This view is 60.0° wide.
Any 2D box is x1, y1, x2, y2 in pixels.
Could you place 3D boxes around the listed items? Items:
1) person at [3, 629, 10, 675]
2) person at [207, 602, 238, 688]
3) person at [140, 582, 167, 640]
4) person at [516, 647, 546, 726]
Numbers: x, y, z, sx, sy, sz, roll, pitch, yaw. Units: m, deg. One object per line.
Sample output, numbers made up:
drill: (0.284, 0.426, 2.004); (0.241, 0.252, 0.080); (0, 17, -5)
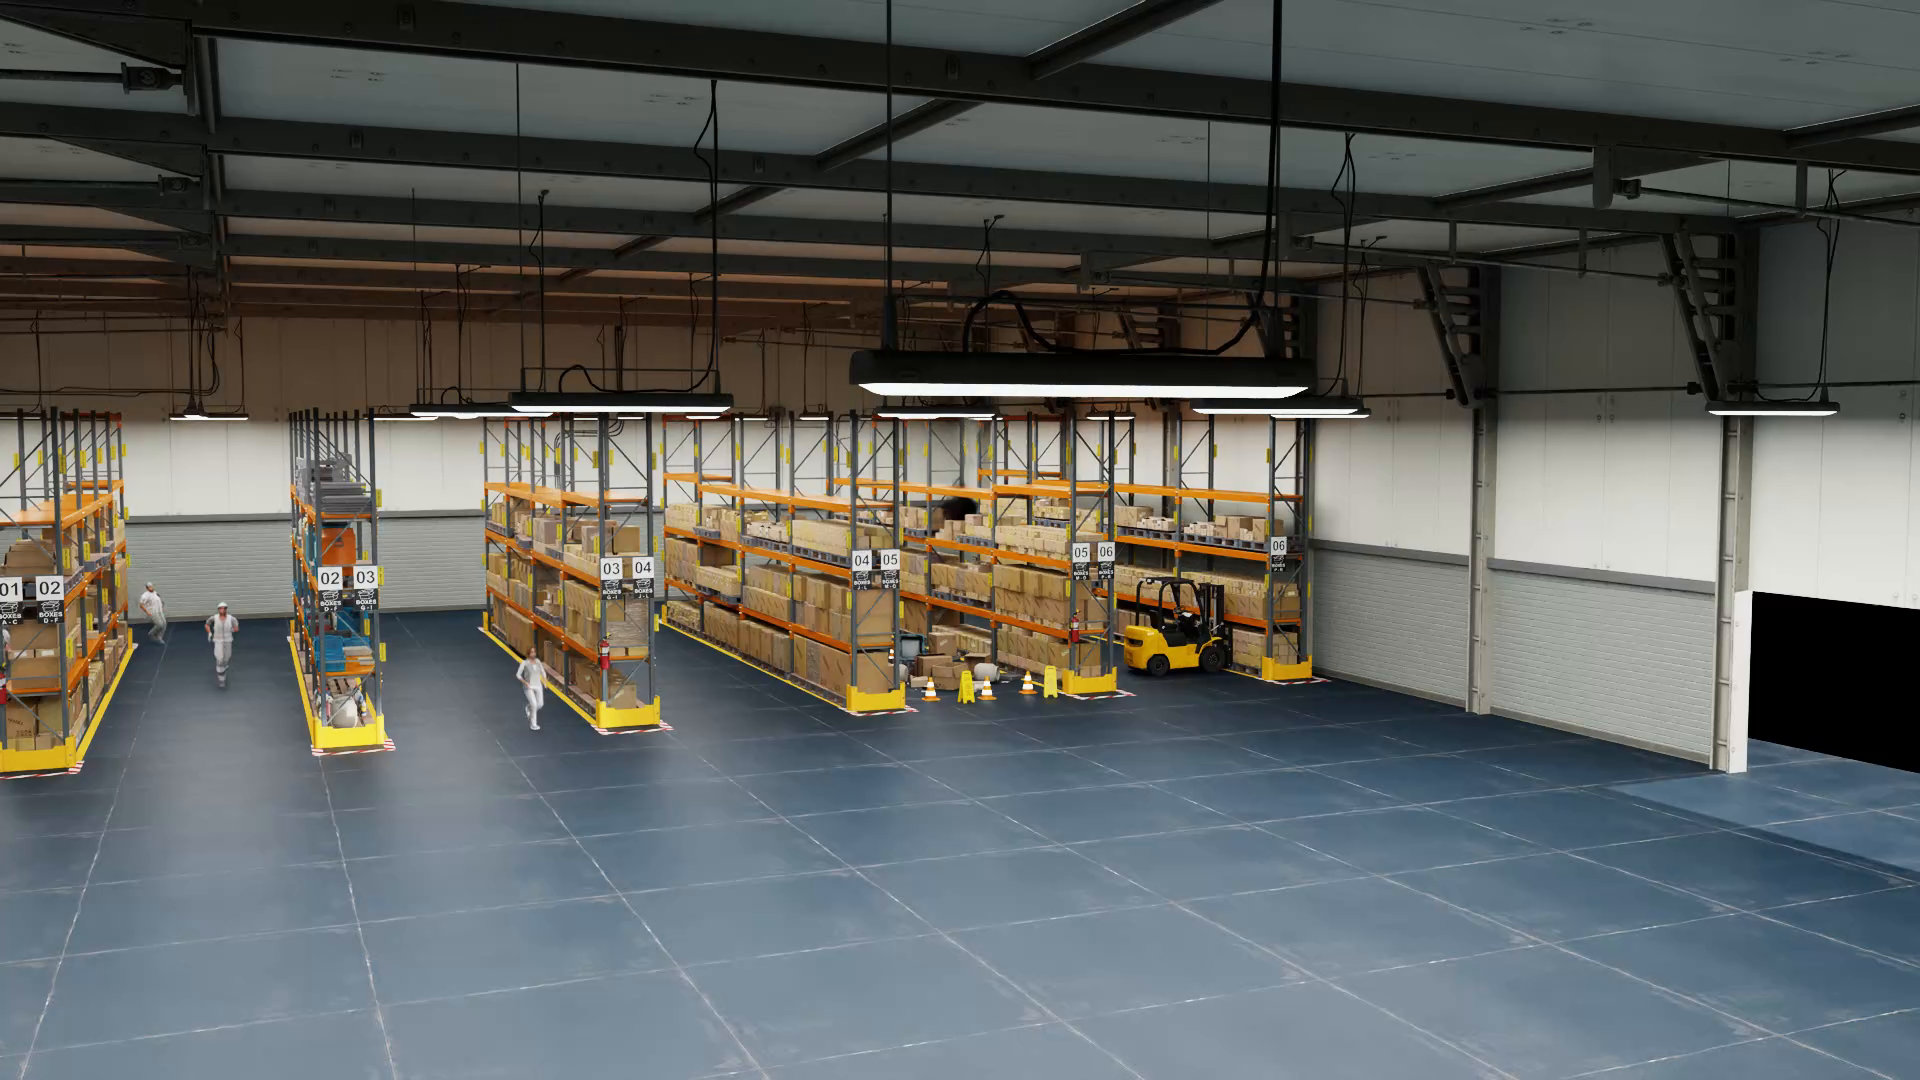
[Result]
person: (-19.898, 2.449, 34.279); (0.633, 1.782, 0.779); (-2, 5, -32)
person: (-16.104, 2.276, 36.365); (0.615, 1.842, 0.859); (-3, 5, -34)
person: (-20.907, 1.860, 43.231); (0.496, 1.531, 0.657); (1, 4, 15)
person: (-8.046, 2.732, 31.177); (0.584, 1.486, 0.541); (-4, 5, -42)
